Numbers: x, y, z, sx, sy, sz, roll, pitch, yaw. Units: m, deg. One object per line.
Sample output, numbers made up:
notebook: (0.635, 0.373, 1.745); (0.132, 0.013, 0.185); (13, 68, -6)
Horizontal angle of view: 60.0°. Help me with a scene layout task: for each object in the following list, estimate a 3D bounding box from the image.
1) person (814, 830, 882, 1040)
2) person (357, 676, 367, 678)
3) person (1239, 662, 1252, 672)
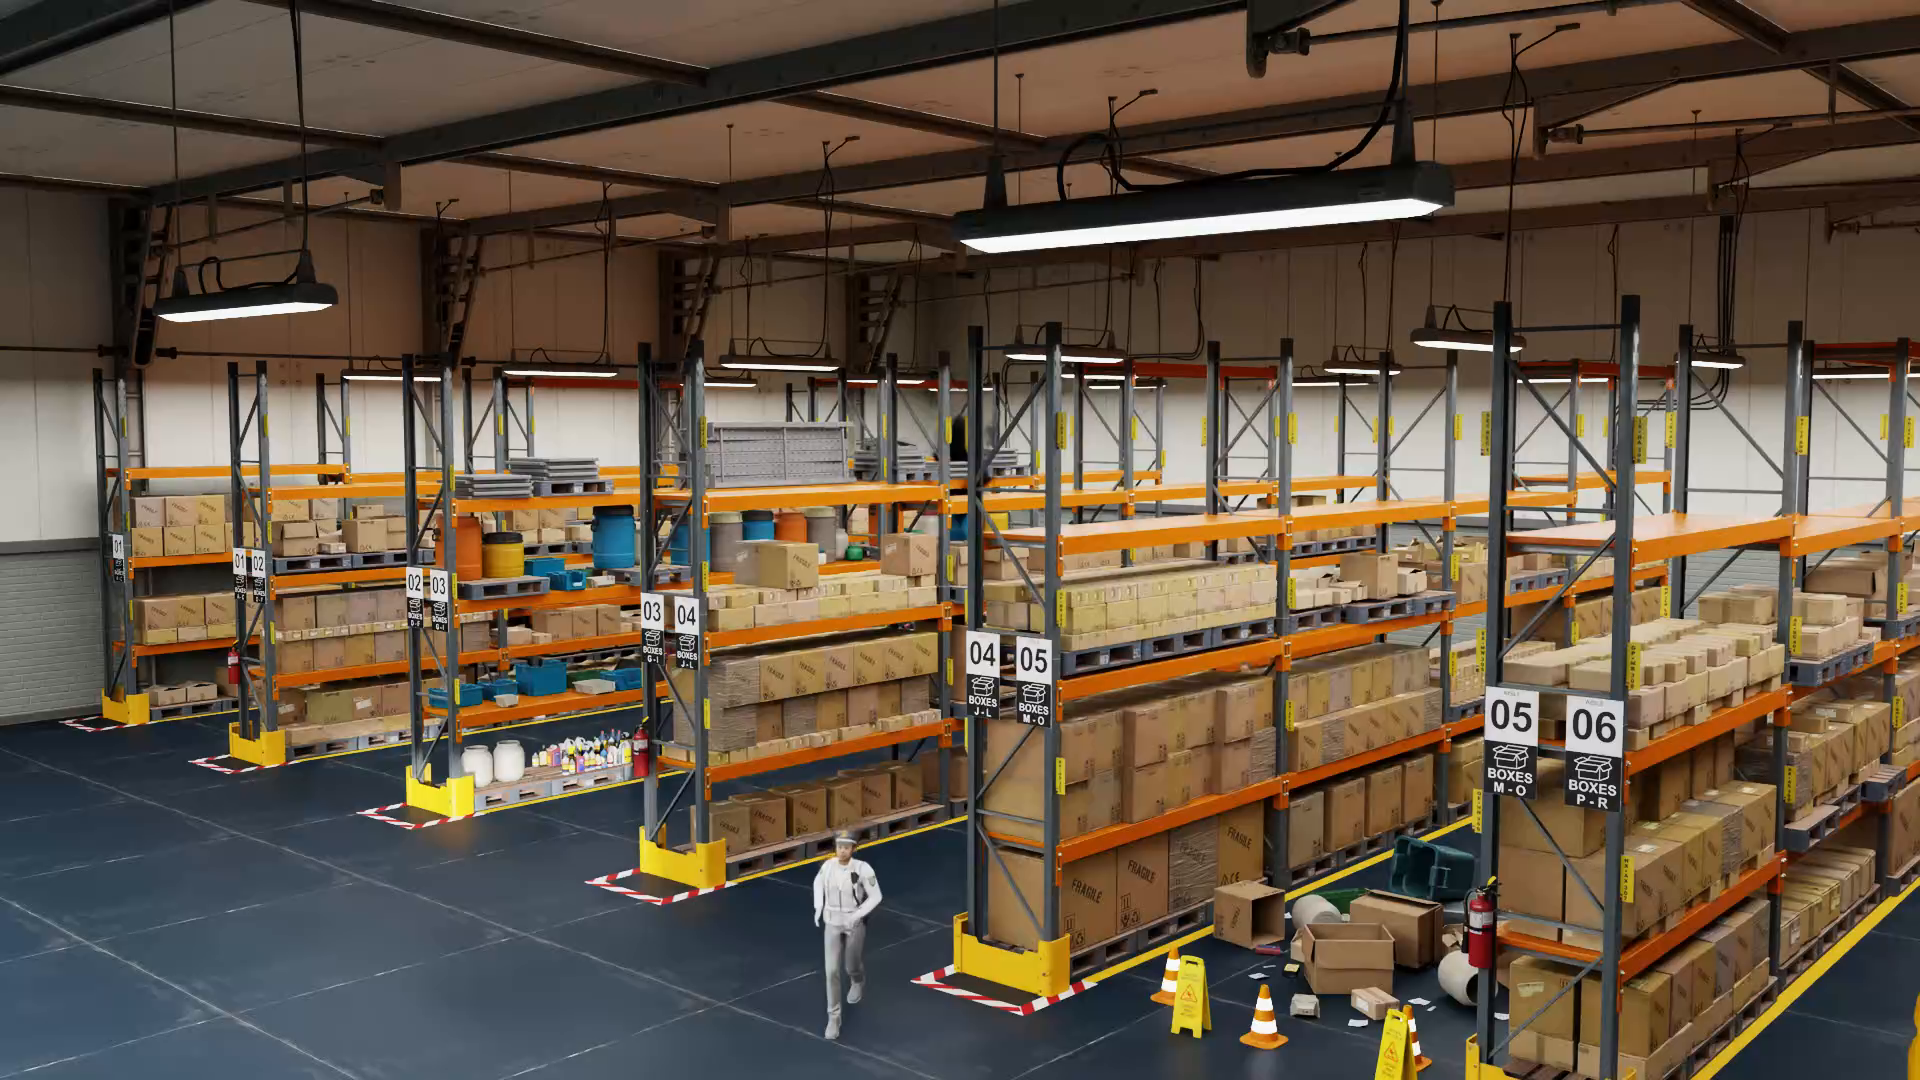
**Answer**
person: (-0.970, 3.290, 14.195); (0.631, 1.715, 0.884); (1, 4, 8)
person: (-10.043, 2.322, 27.887); (0.558, 1.584, 0.723); (3, 5, 35)
person: (4.098, 2.575, 23.974); (0.559, 1.622, 0.583); (3, 5, 35)
